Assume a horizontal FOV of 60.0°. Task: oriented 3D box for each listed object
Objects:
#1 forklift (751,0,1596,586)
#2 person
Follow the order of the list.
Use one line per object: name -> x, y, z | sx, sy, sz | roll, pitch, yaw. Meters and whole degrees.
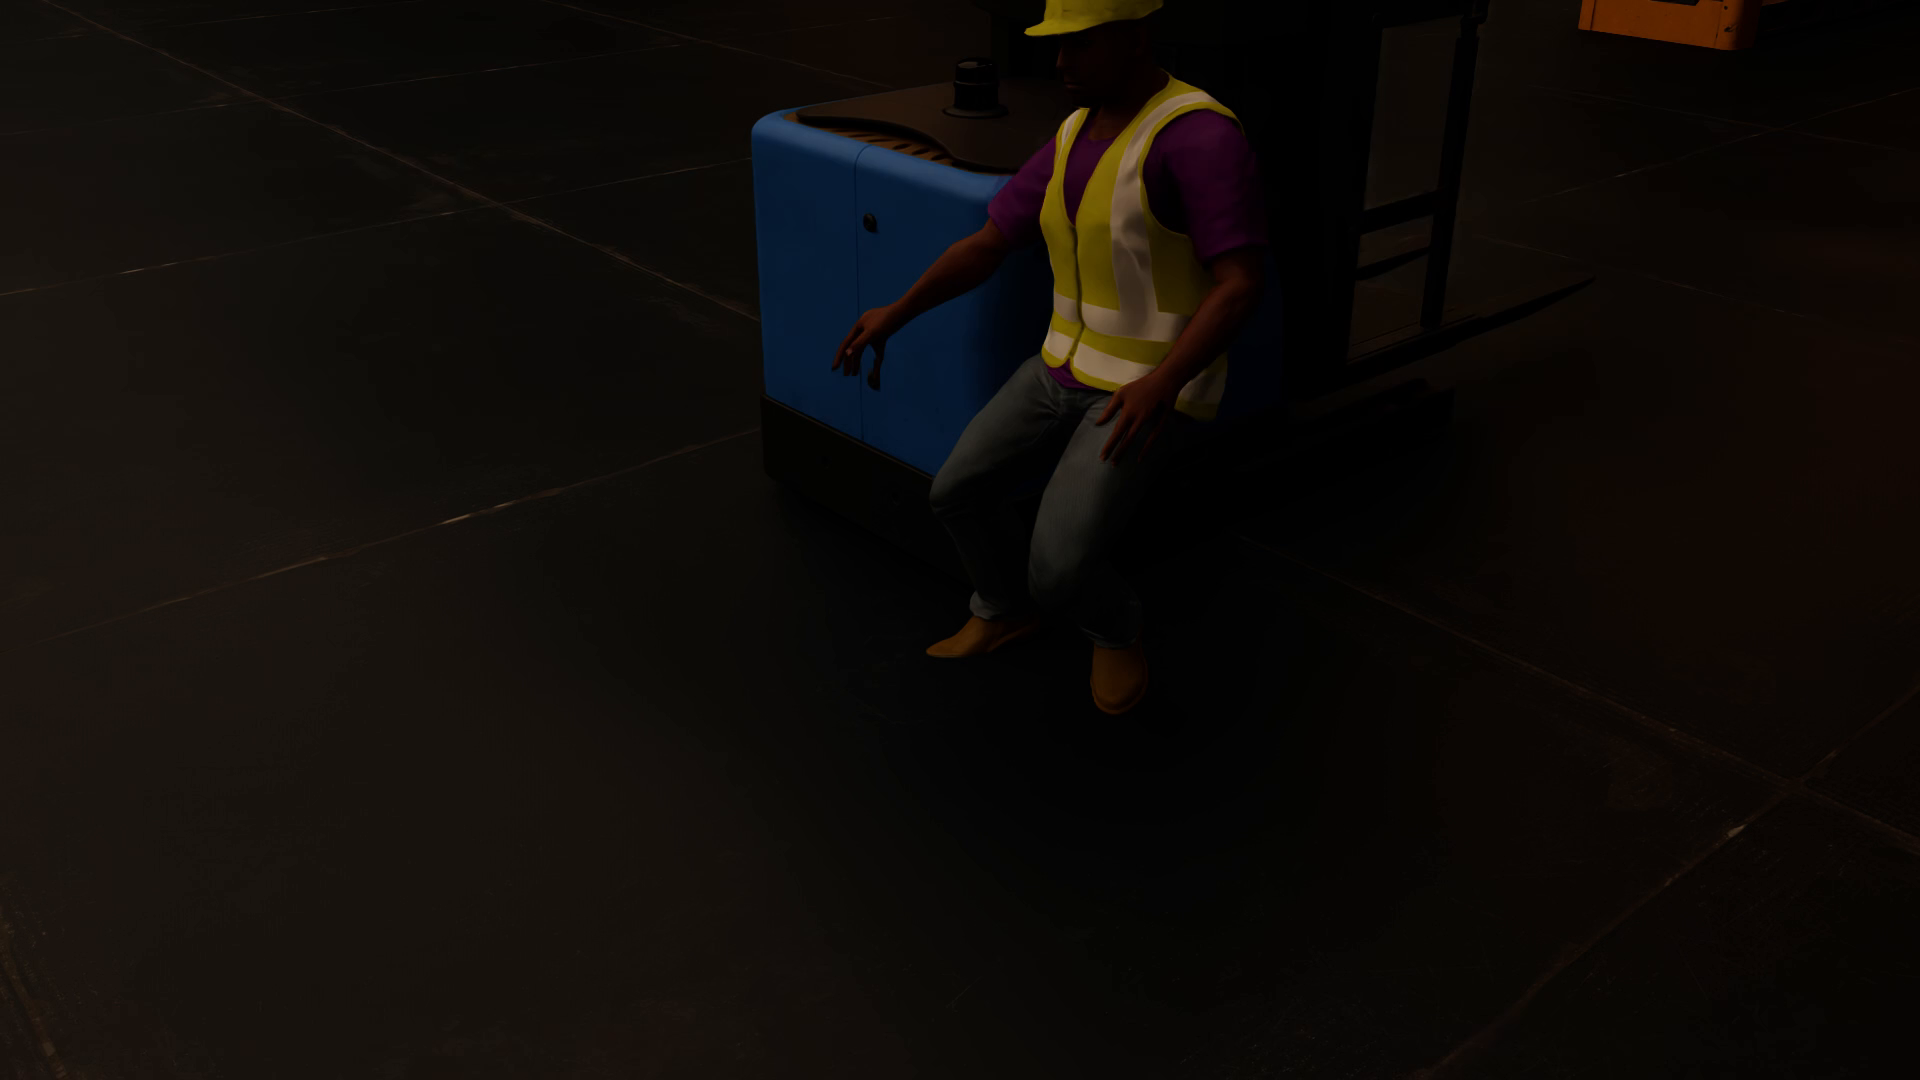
forklift -> 0.887, -1.722, 4.675 | 3.031, 2.935, 1.130 | -21, 33, -36
person -> 0.201, -0.339, 3.417 | 0.654, 1.659, 0.863 | -14, 29, -25
